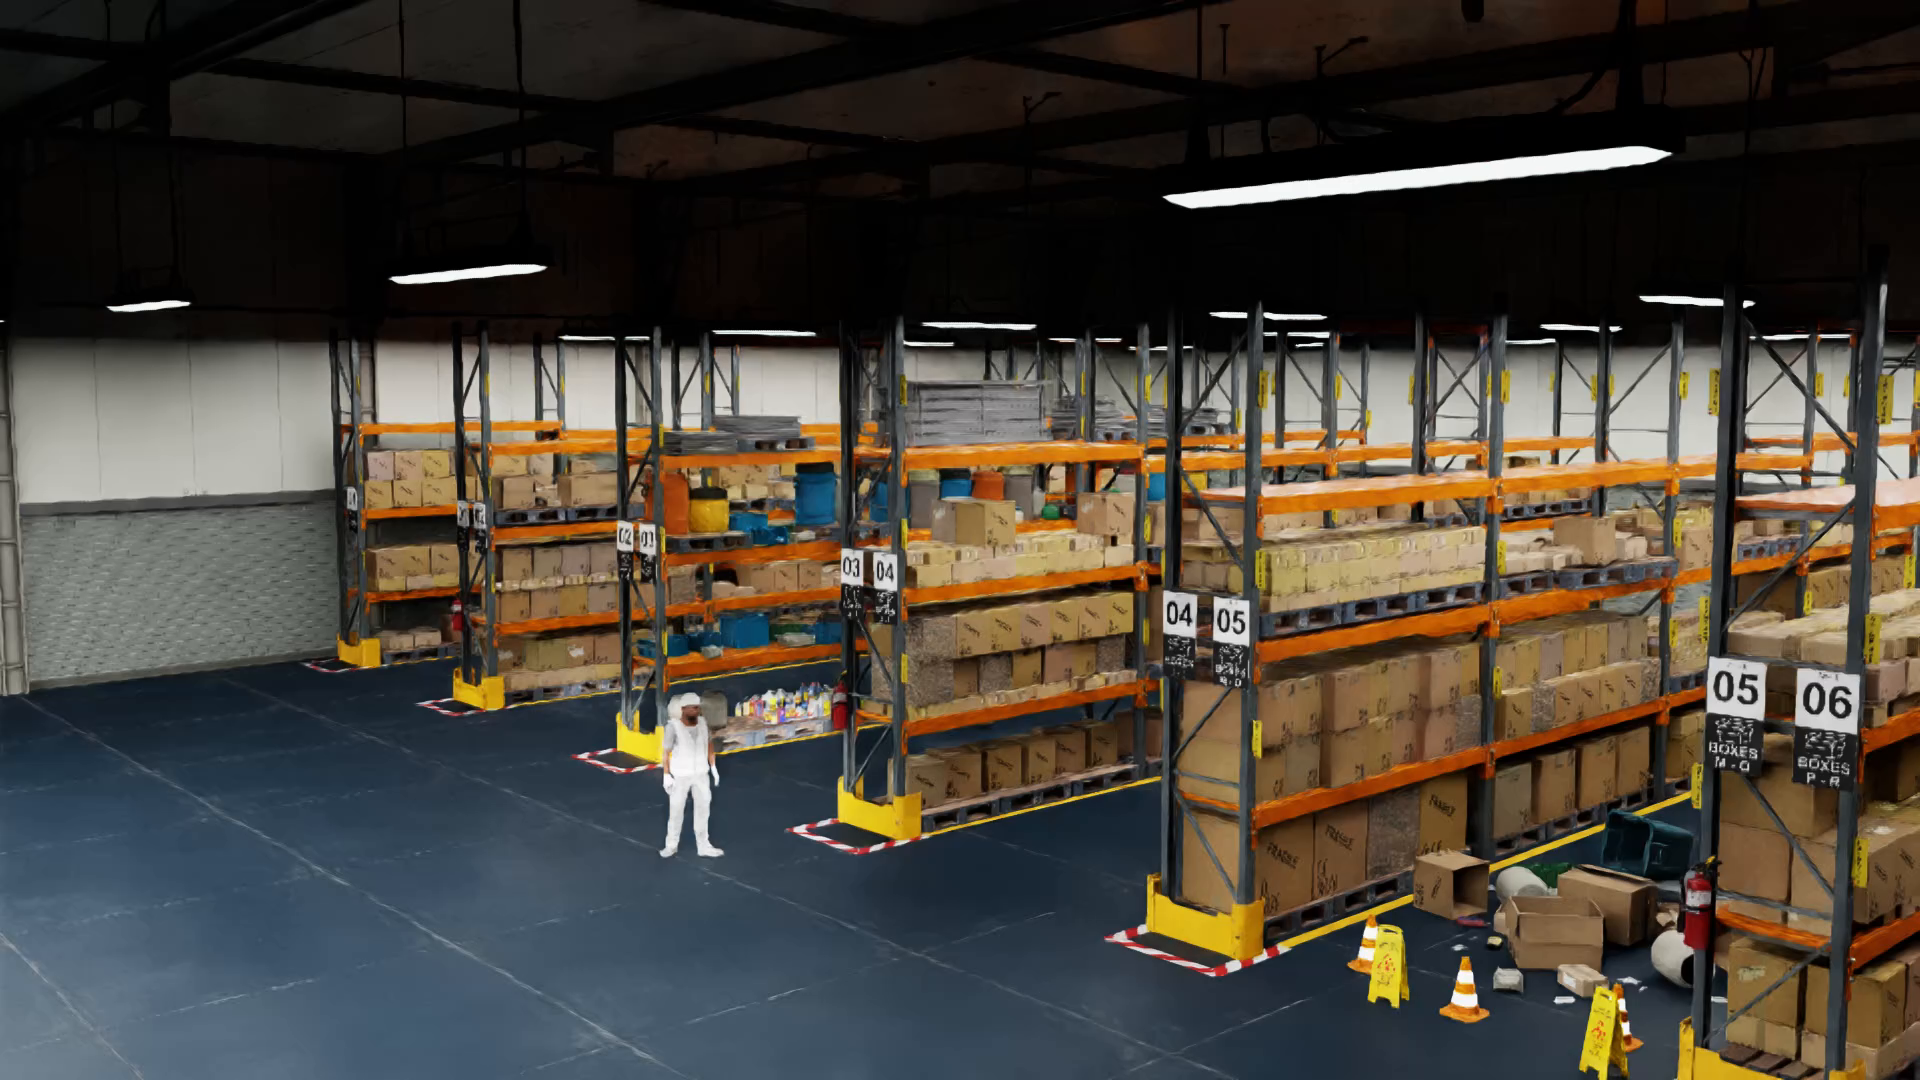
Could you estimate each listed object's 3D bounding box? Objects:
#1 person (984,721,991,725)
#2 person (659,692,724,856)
[{"bbox_3d":[0.330,1.850,24.823,0.735,1.712,0.904,3,7,31],"label":"person"},{"bbox_3d":[-2.906,2.511,17.856,0.661,1.785,0.509,-4,7,-33],"label":"person"}]
